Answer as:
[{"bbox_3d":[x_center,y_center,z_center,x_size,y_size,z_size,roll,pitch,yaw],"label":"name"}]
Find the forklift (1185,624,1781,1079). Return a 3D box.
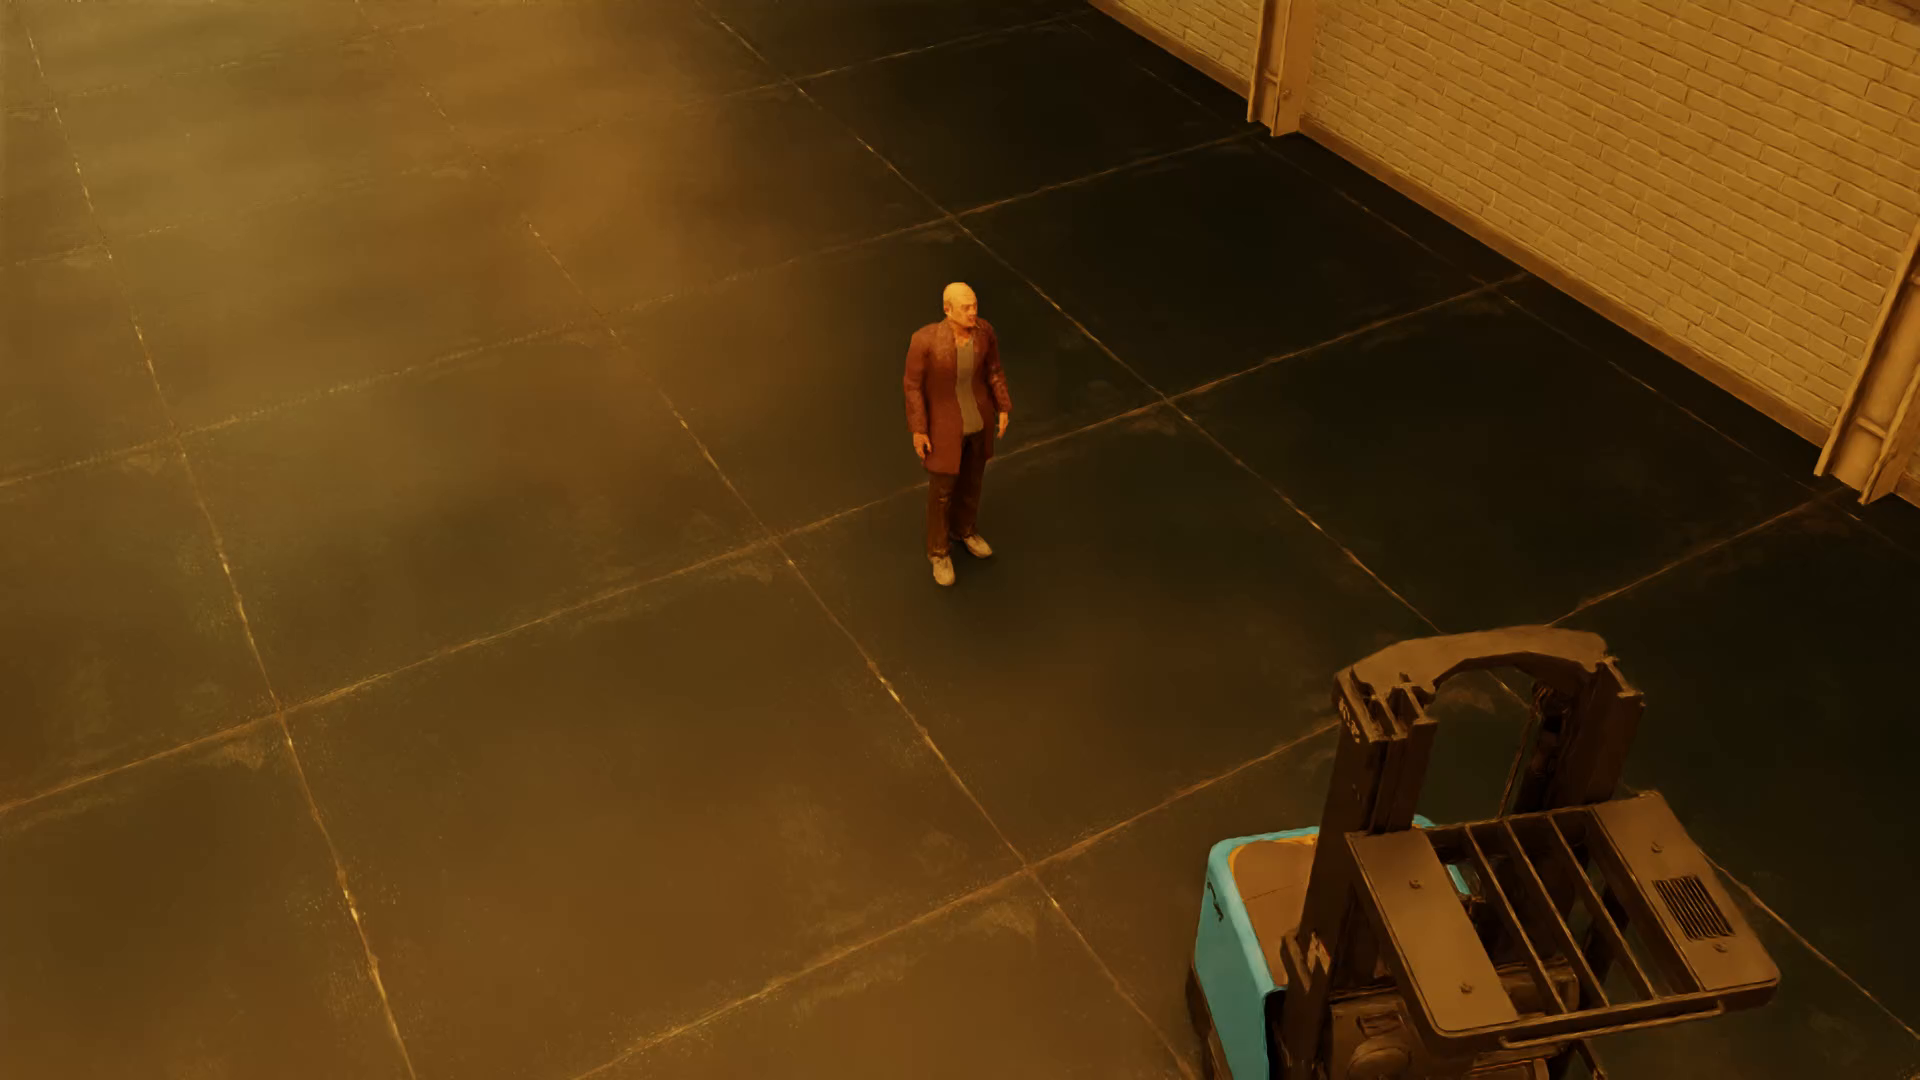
[{"bbox_3d":[1.811,1.857,5.798,1.130,2.935,3.031,-7,40,-8],"label":"forklift"}]

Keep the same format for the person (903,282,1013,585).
[{"bbox_3d":[0.042,-0.633,9.701,0.694,1.764,0.580,-20,44,-23],"label":"person"}]
